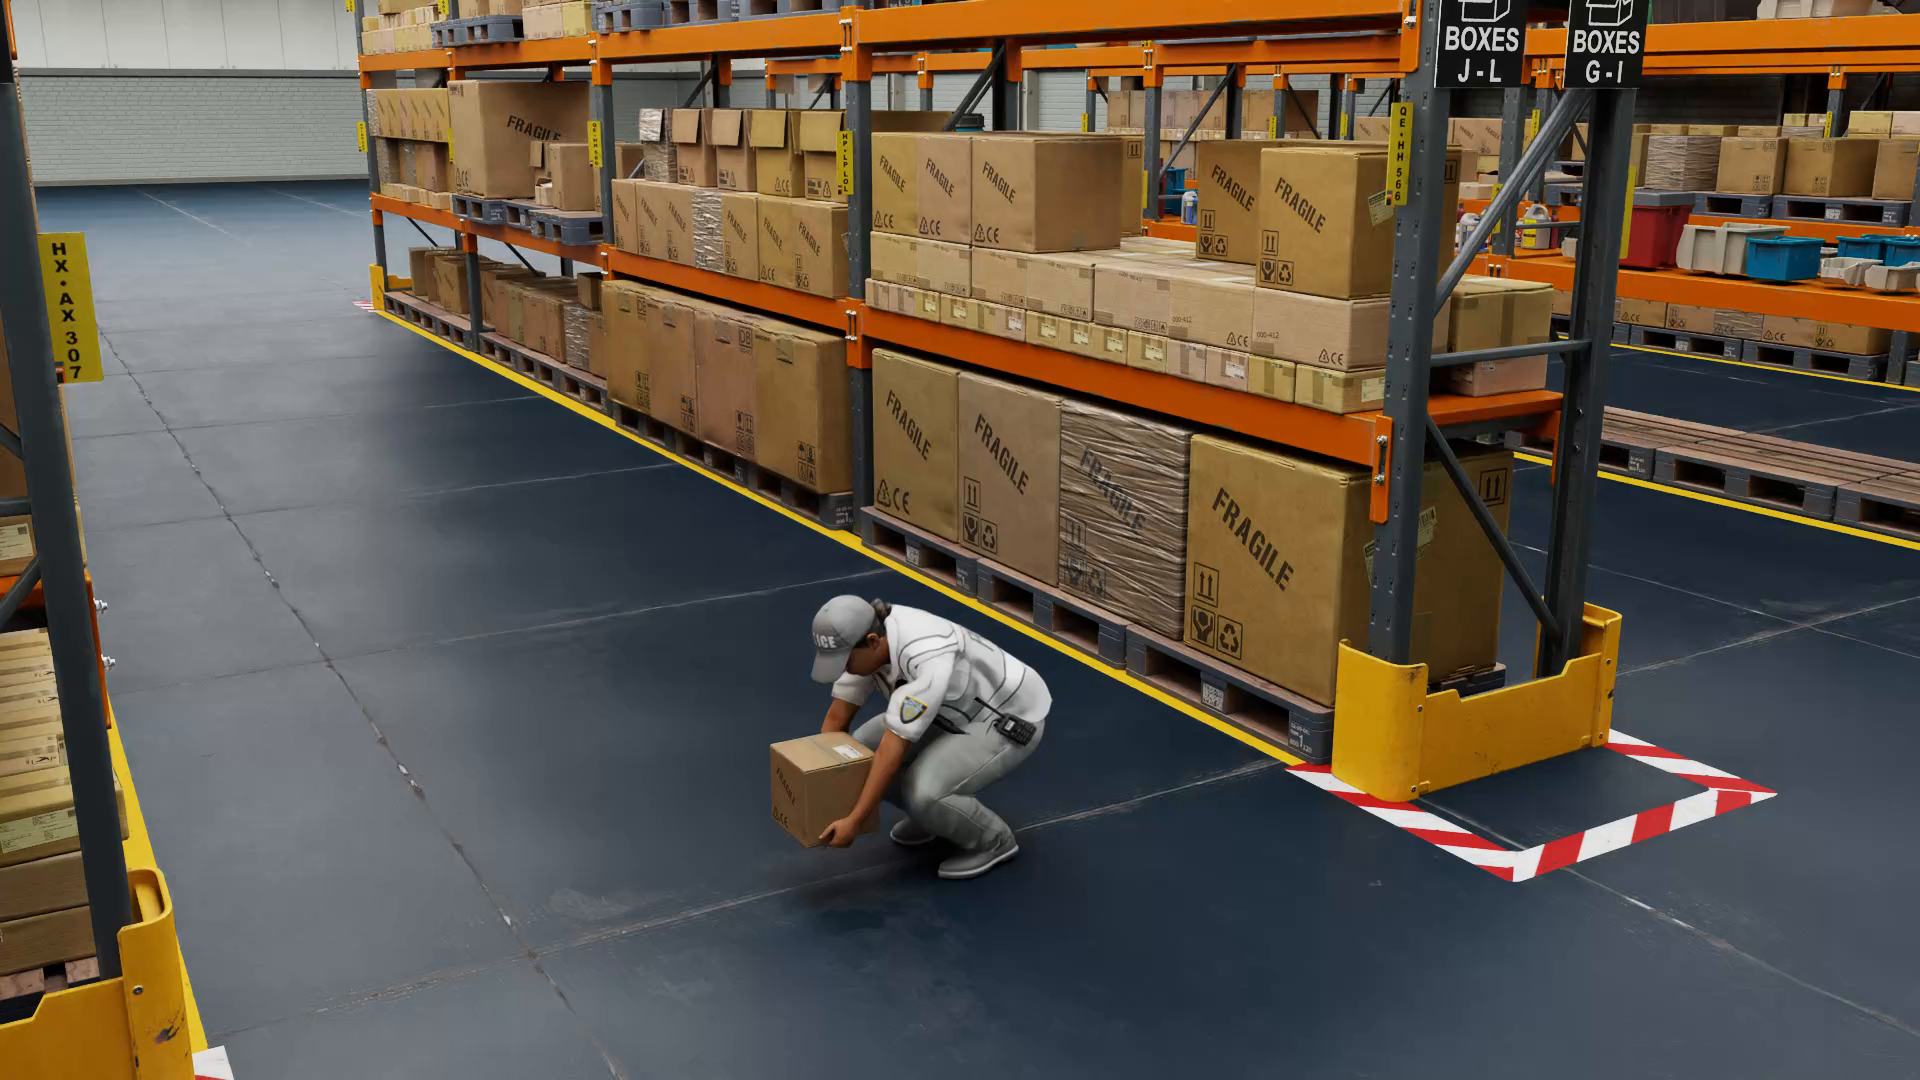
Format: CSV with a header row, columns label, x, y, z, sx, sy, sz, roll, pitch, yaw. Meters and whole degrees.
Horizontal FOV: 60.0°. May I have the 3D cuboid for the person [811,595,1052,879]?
label,x,y,z,sx,sy,sz,roll,pitch,yaw
person,-0.123,0.579,5.254,0.866,0.954,0.509,-9,18,-31
